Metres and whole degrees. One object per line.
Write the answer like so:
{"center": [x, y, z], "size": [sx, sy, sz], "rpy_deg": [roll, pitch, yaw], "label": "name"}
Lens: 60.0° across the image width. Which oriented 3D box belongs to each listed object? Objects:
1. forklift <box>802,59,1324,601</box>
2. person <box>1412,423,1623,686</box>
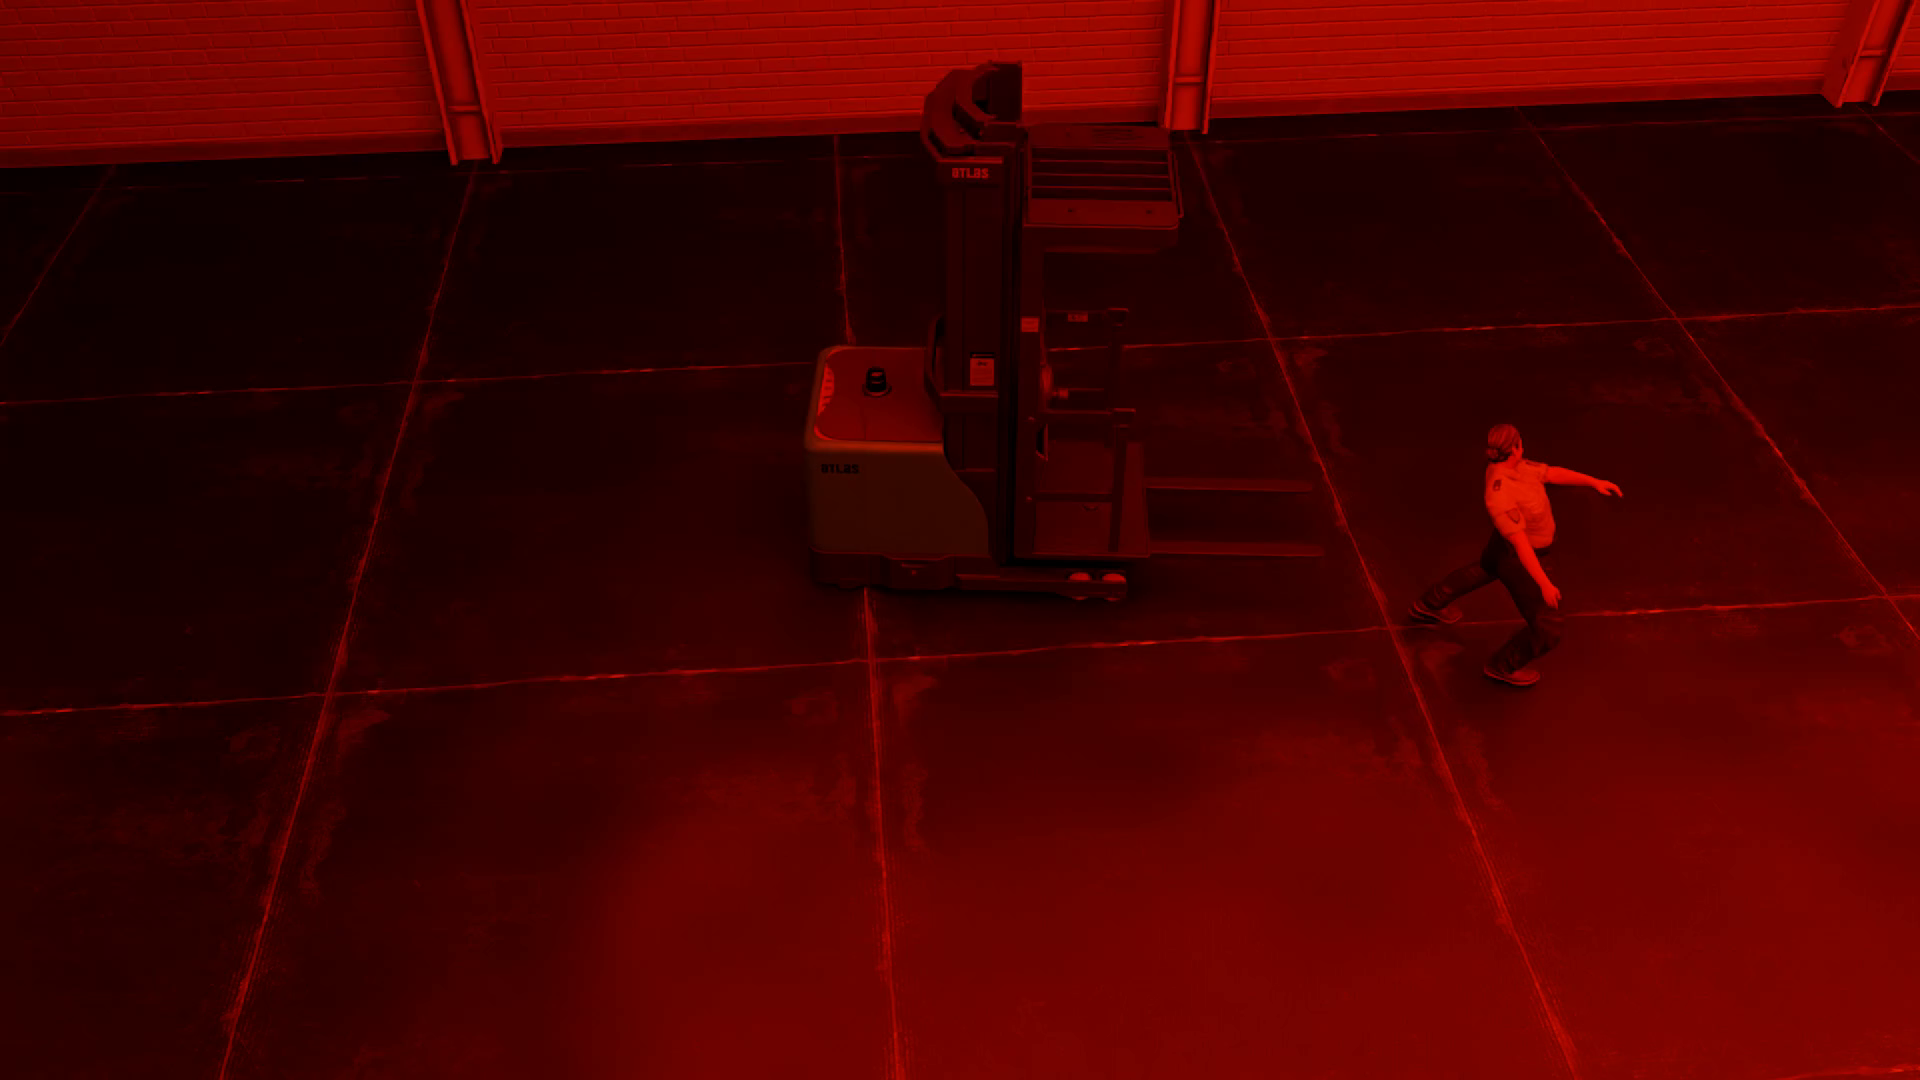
{"center": [0.636, -1.111, 9.236], "size": [3.031, 2.935, 1.130], "rpy_deg": [1, 41, 2], "label": "forklift"}
{"center": [3.025, 0.121, 8.899], "size": [0.799, 1.466, 0.858], "rpy_deg": [0, 41, 0], "label": "person"}
